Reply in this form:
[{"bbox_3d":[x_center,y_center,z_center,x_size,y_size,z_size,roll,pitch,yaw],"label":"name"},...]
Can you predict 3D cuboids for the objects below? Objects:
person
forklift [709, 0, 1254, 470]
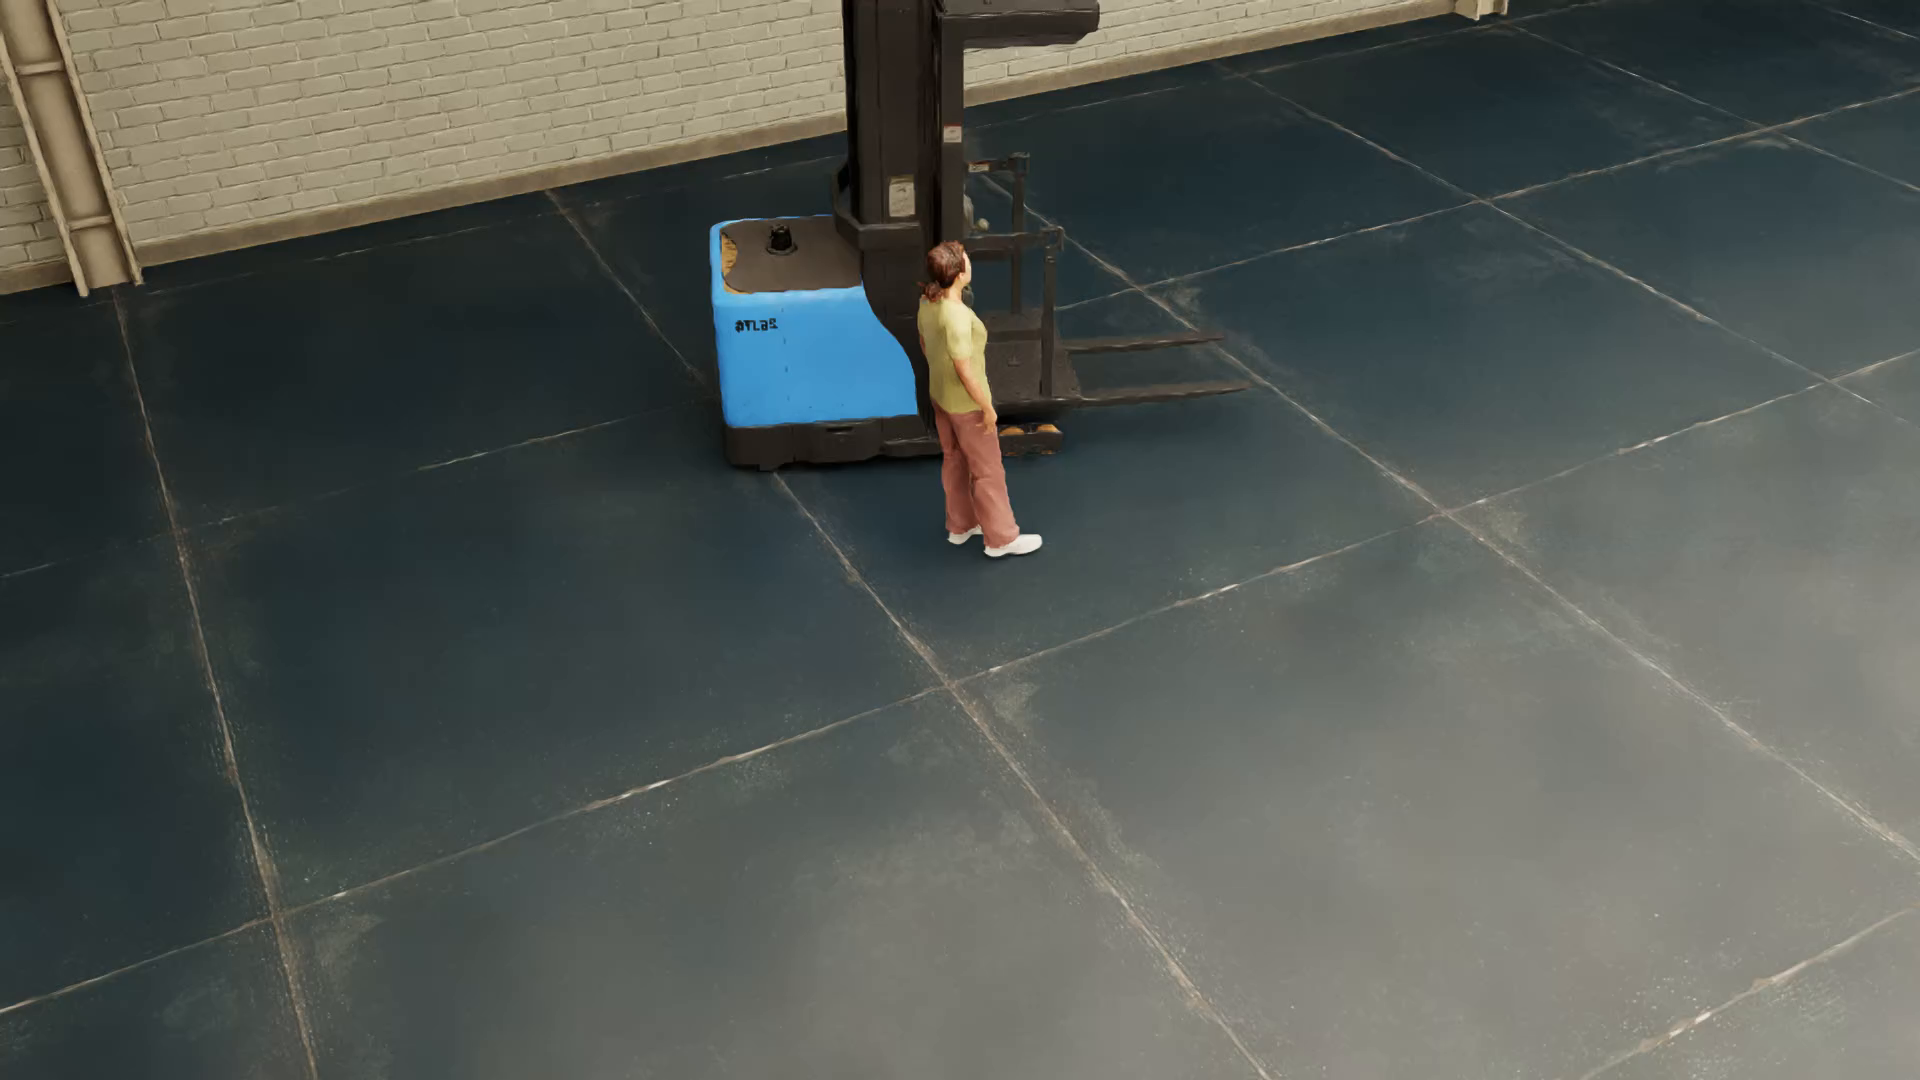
[{"bbox_3d":[0.071,-0.707,8.194,0.546,1.674,0.554,-17,39,-23],"label":"person"},{"bbox_3d":[0.141,-1.961,8.897,3.031,2.935,1.130,-5,36,-7],"label":"forklift"}]
